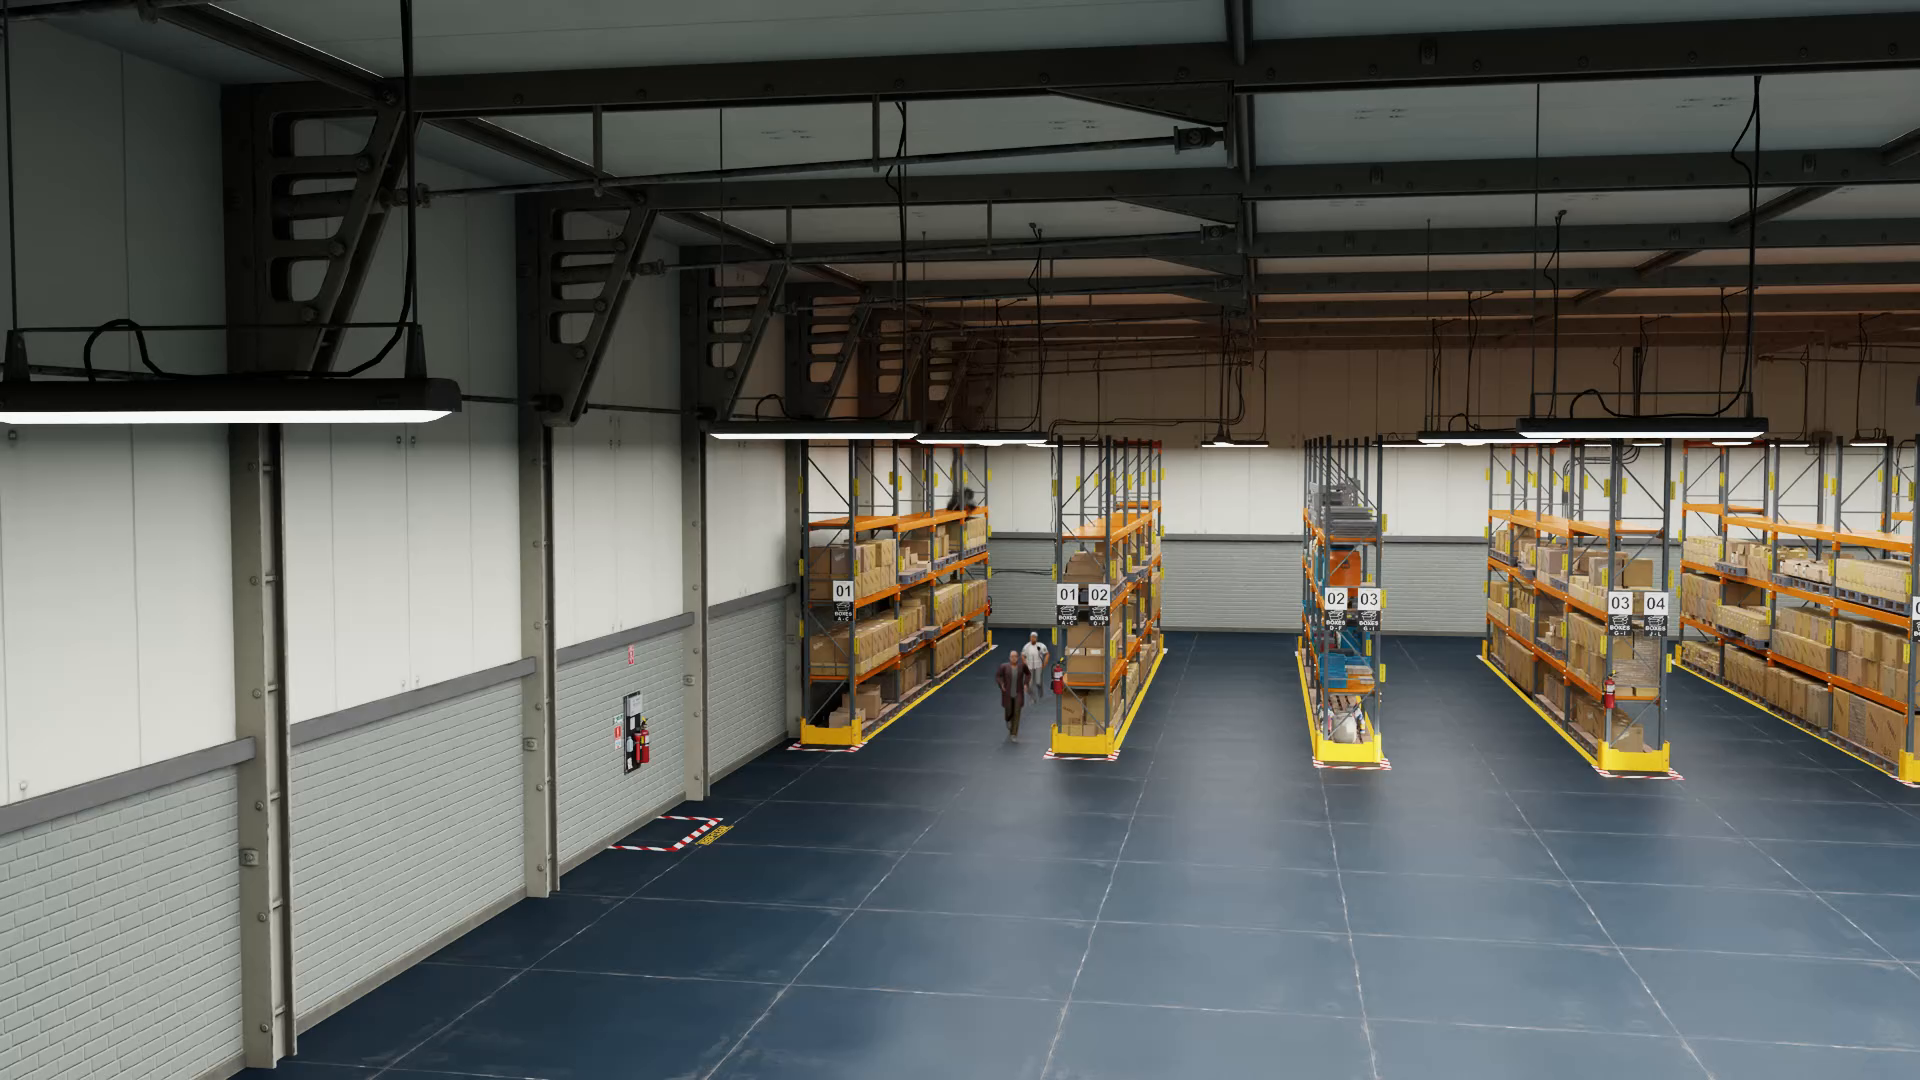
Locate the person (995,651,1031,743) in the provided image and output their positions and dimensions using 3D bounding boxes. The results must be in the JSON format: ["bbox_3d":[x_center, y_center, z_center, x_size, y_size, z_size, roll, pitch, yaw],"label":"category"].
[{"bbox_3d":[1.057,3.073,32.970,0.717,1.767,1.043,0,3,-1],"label":"person"}]

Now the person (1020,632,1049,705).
[{"bbox_3d":[1.675,2.893,37.470,0.661,1.633,0.536,1,3,9],"label":"person"}]
